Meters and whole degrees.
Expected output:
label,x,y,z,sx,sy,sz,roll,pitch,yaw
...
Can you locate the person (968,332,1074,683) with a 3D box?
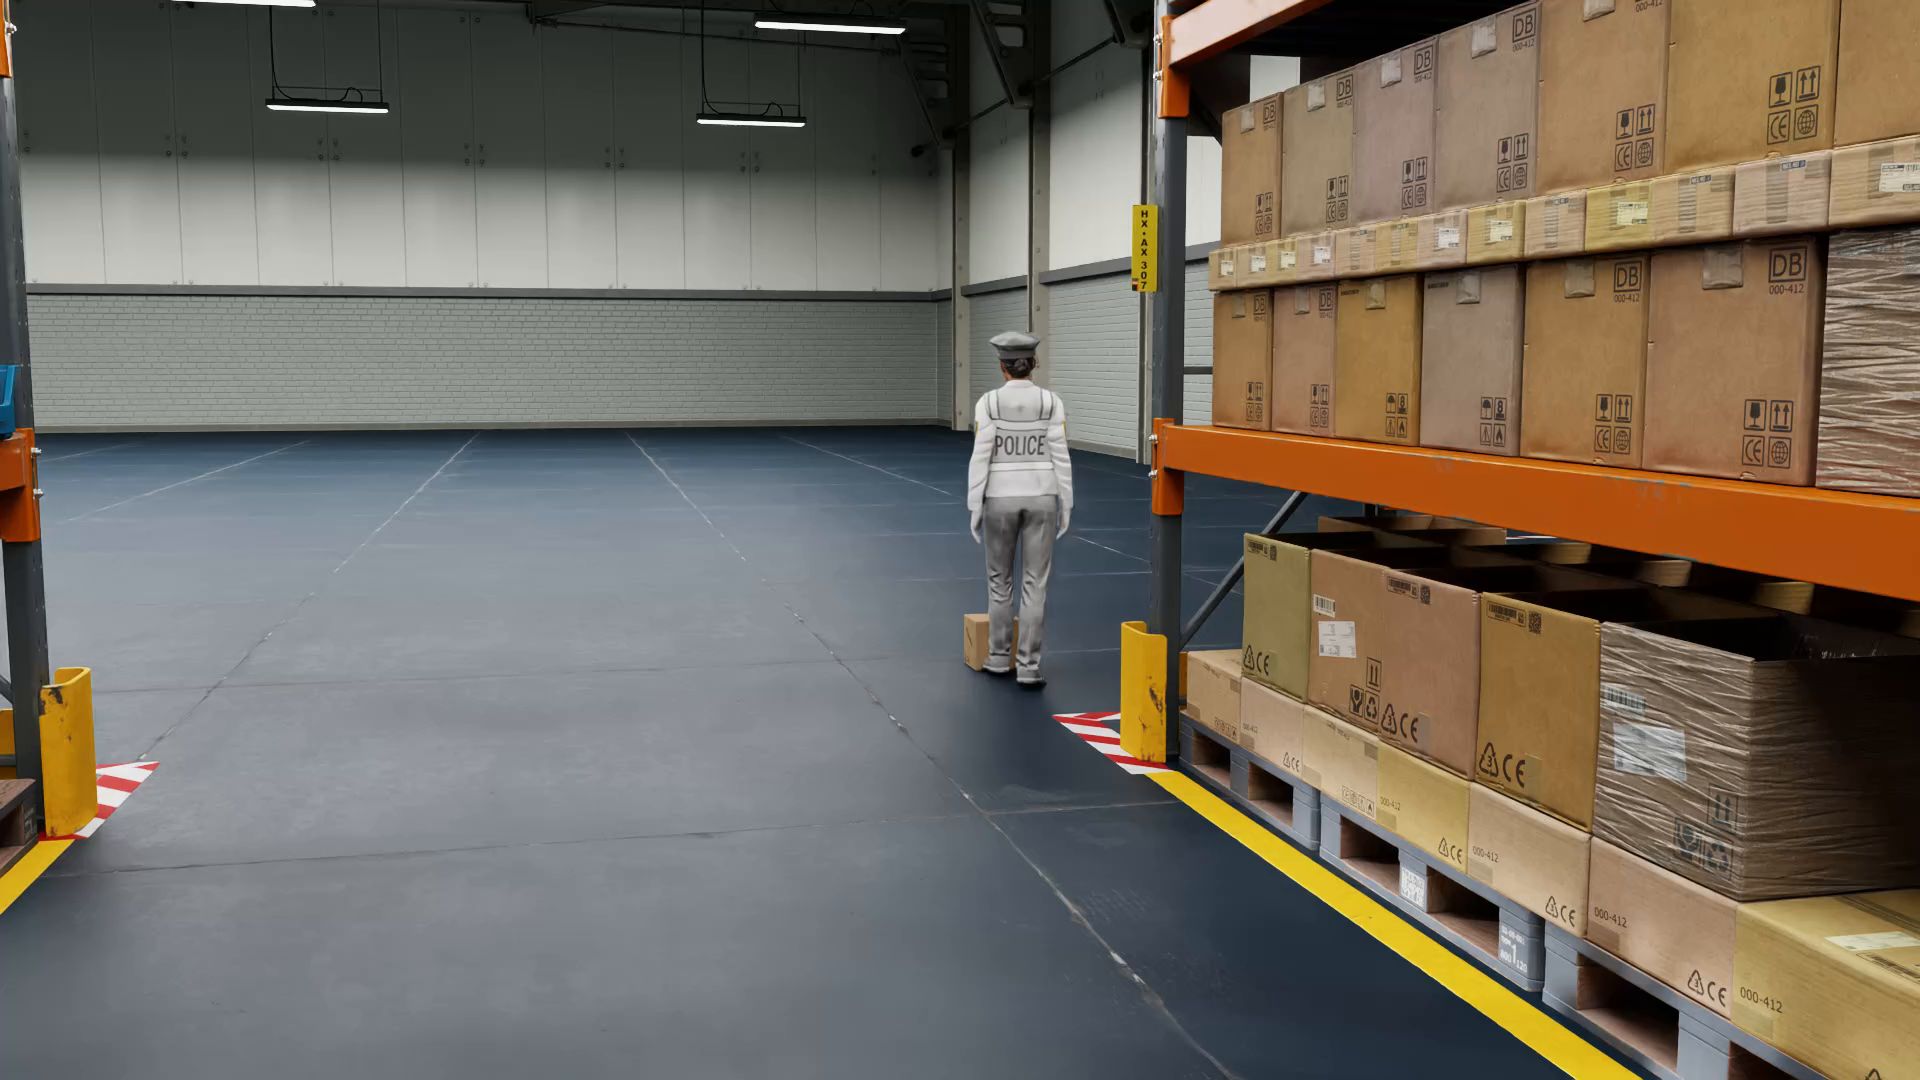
label,x,y,z,sx,sy,sz,roll,pitch,yaw
person,0.291,-0.162,7.998,0.503,1.668,0.611,0,6,1
